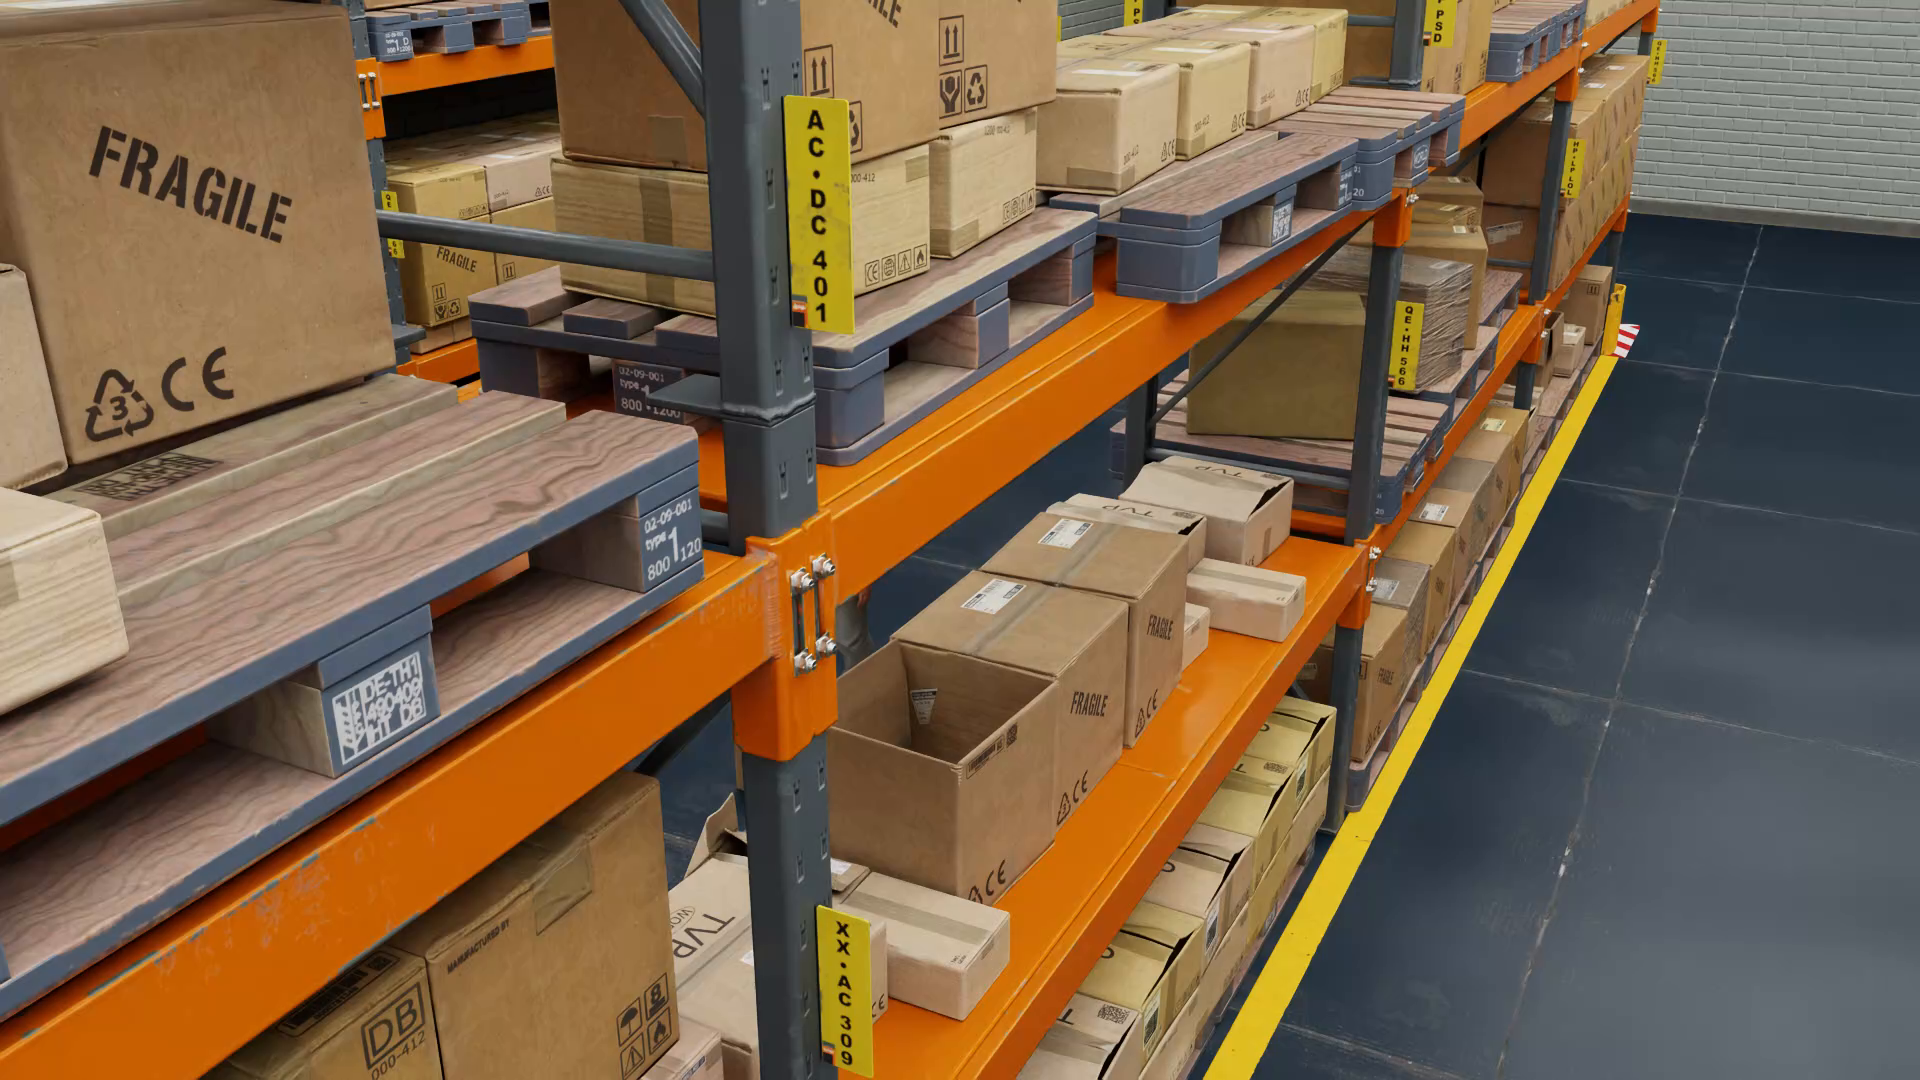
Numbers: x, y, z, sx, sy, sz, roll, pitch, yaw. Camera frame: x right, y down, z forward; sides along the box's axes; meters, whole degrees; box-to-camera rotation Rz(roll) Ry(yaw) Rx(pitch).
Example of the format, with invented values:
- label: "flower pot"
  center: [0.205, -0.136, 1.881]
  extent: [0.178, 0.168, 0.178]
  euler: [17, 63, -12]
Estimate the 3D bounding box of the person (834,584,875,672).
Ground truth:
- label: "person"
  center: [-0.633, 0.144, 7.249]
  extent: [0.462, 1.665, 0.722]
  euler: [16, 27, 33]
